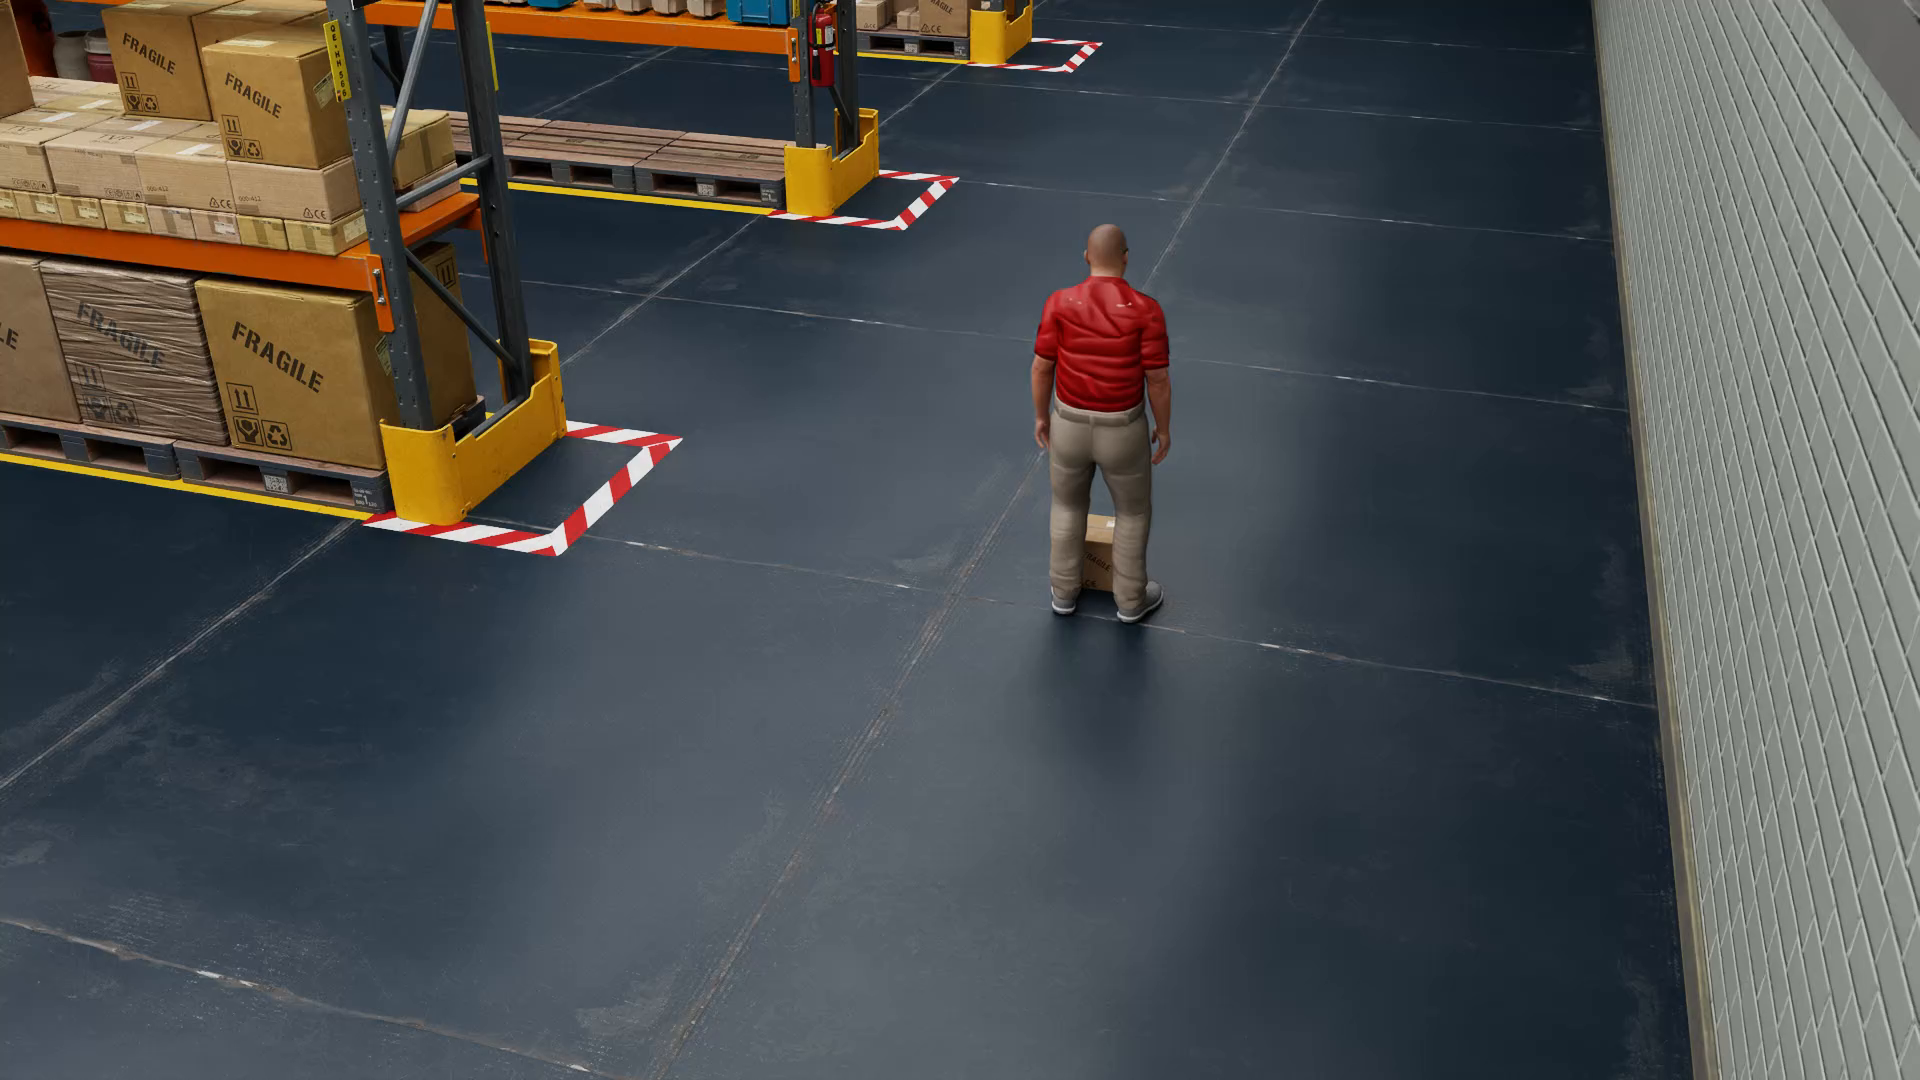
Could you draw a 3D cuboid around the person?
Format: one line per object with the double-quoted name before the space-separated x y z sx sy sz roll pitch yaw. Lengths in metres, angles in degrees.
"person" 0.593 -0.468 6.983 0.586 1.727 0.390 8 30 15
